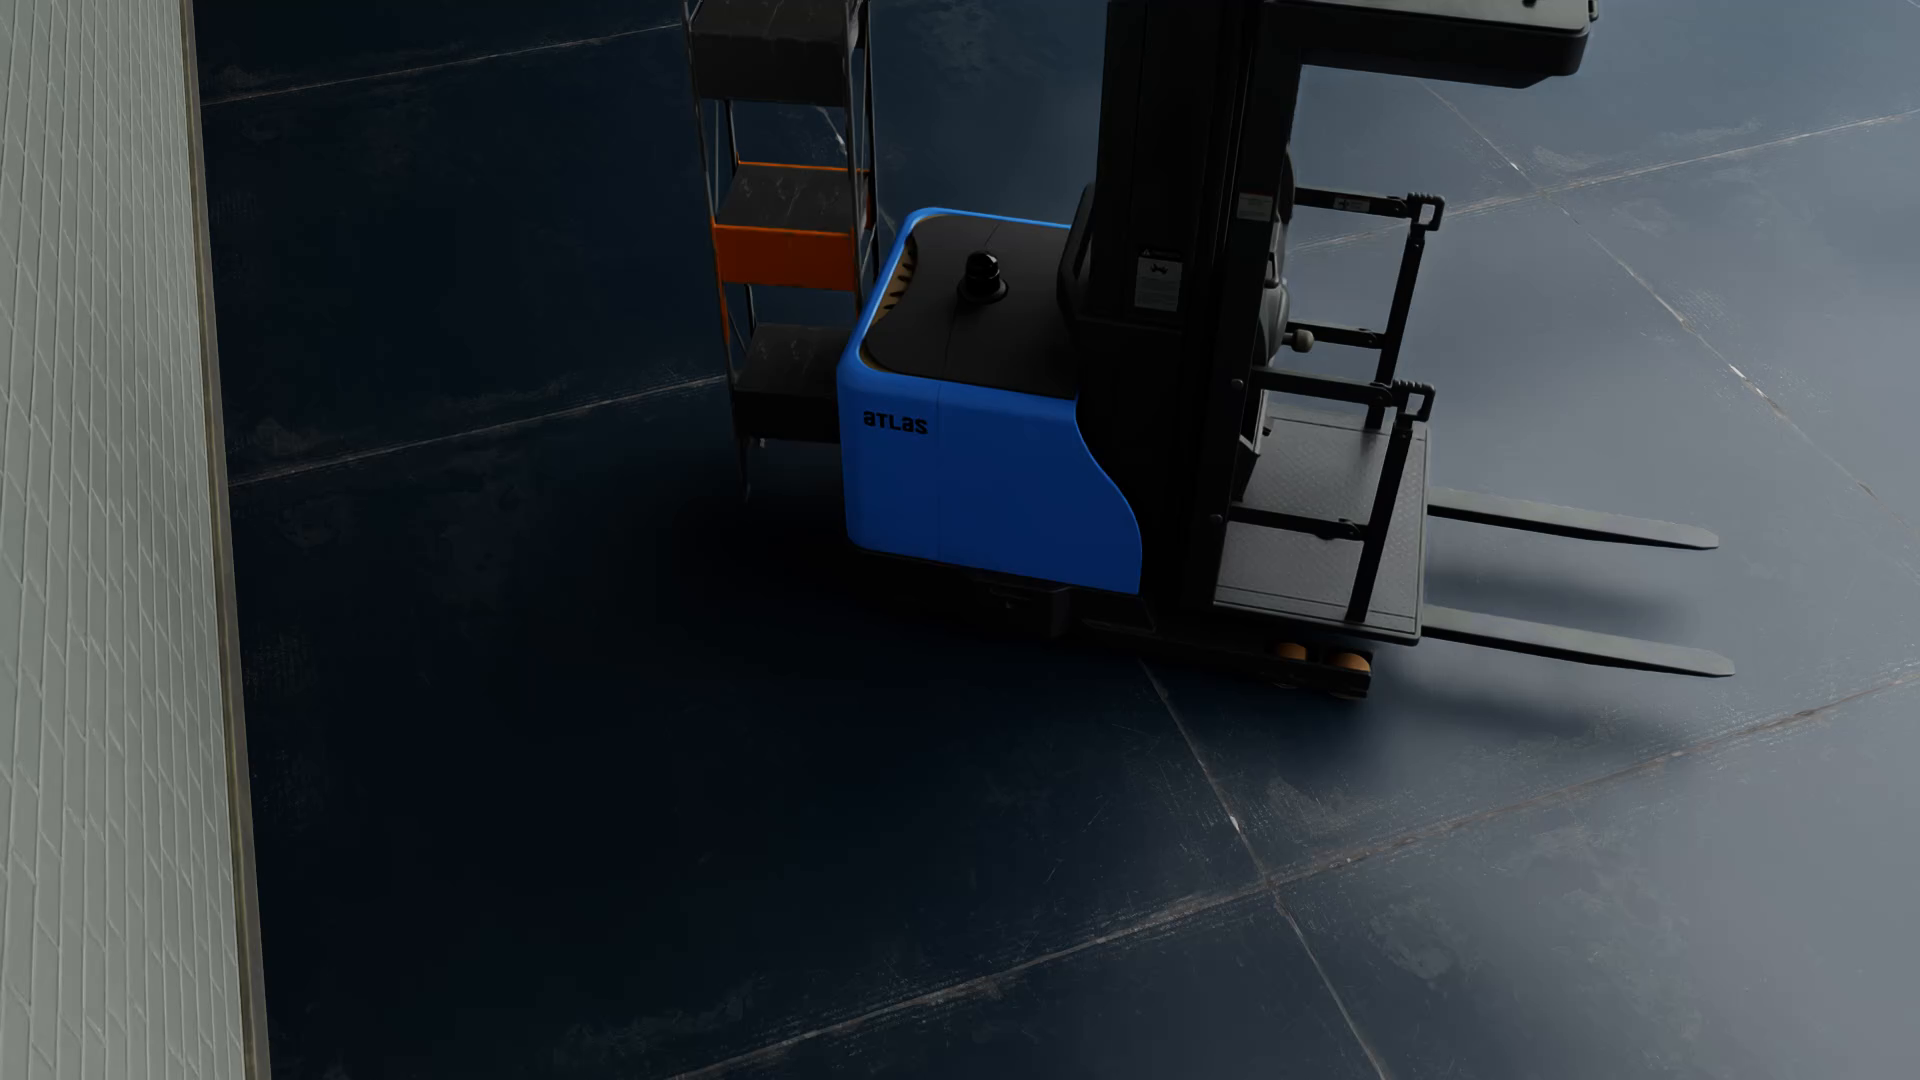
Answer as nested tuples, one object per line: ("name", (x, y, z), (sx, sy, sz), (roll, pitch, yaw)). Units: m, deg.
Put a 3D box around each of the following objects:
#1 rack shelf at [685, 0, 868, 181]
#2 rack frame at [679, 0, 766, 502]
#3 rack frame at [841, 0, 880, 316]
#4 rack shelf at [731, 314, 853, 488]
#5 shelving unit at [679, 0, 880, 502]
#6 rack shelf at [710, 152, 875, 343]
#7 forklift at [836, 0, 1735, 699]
("rack shelf", (-0.562, -1.493, 5.287), (0.480, 0.518, 0.431), (5, 45, 5))
("rack frame", (-0.804, -1.029, 5.793), (0.015, 2.100, 0.400), (5, 45, 5))
("rack frame", (-0.319, -0.989, 5.753), (0.015, 2.100, 0.400), (5, 45, 5))
("rack shelf", (-0.562, -0.505, 6.279), (0.480, 0.518, 0.431), (5, 45, 5))
("shelving unit", (-0.562, -1.009, 5.773), (0.503, 2.100, 0.431), (5, 45, 5))
("rack shelf", (-0.562, -0.999, 5.783), (0.480, 0.518, 0.431), (5, 45, 5))
("forklift", (1.160, -0.907, 5.084), (3.031, 2.935, 1.130), (9, 46, 9))
